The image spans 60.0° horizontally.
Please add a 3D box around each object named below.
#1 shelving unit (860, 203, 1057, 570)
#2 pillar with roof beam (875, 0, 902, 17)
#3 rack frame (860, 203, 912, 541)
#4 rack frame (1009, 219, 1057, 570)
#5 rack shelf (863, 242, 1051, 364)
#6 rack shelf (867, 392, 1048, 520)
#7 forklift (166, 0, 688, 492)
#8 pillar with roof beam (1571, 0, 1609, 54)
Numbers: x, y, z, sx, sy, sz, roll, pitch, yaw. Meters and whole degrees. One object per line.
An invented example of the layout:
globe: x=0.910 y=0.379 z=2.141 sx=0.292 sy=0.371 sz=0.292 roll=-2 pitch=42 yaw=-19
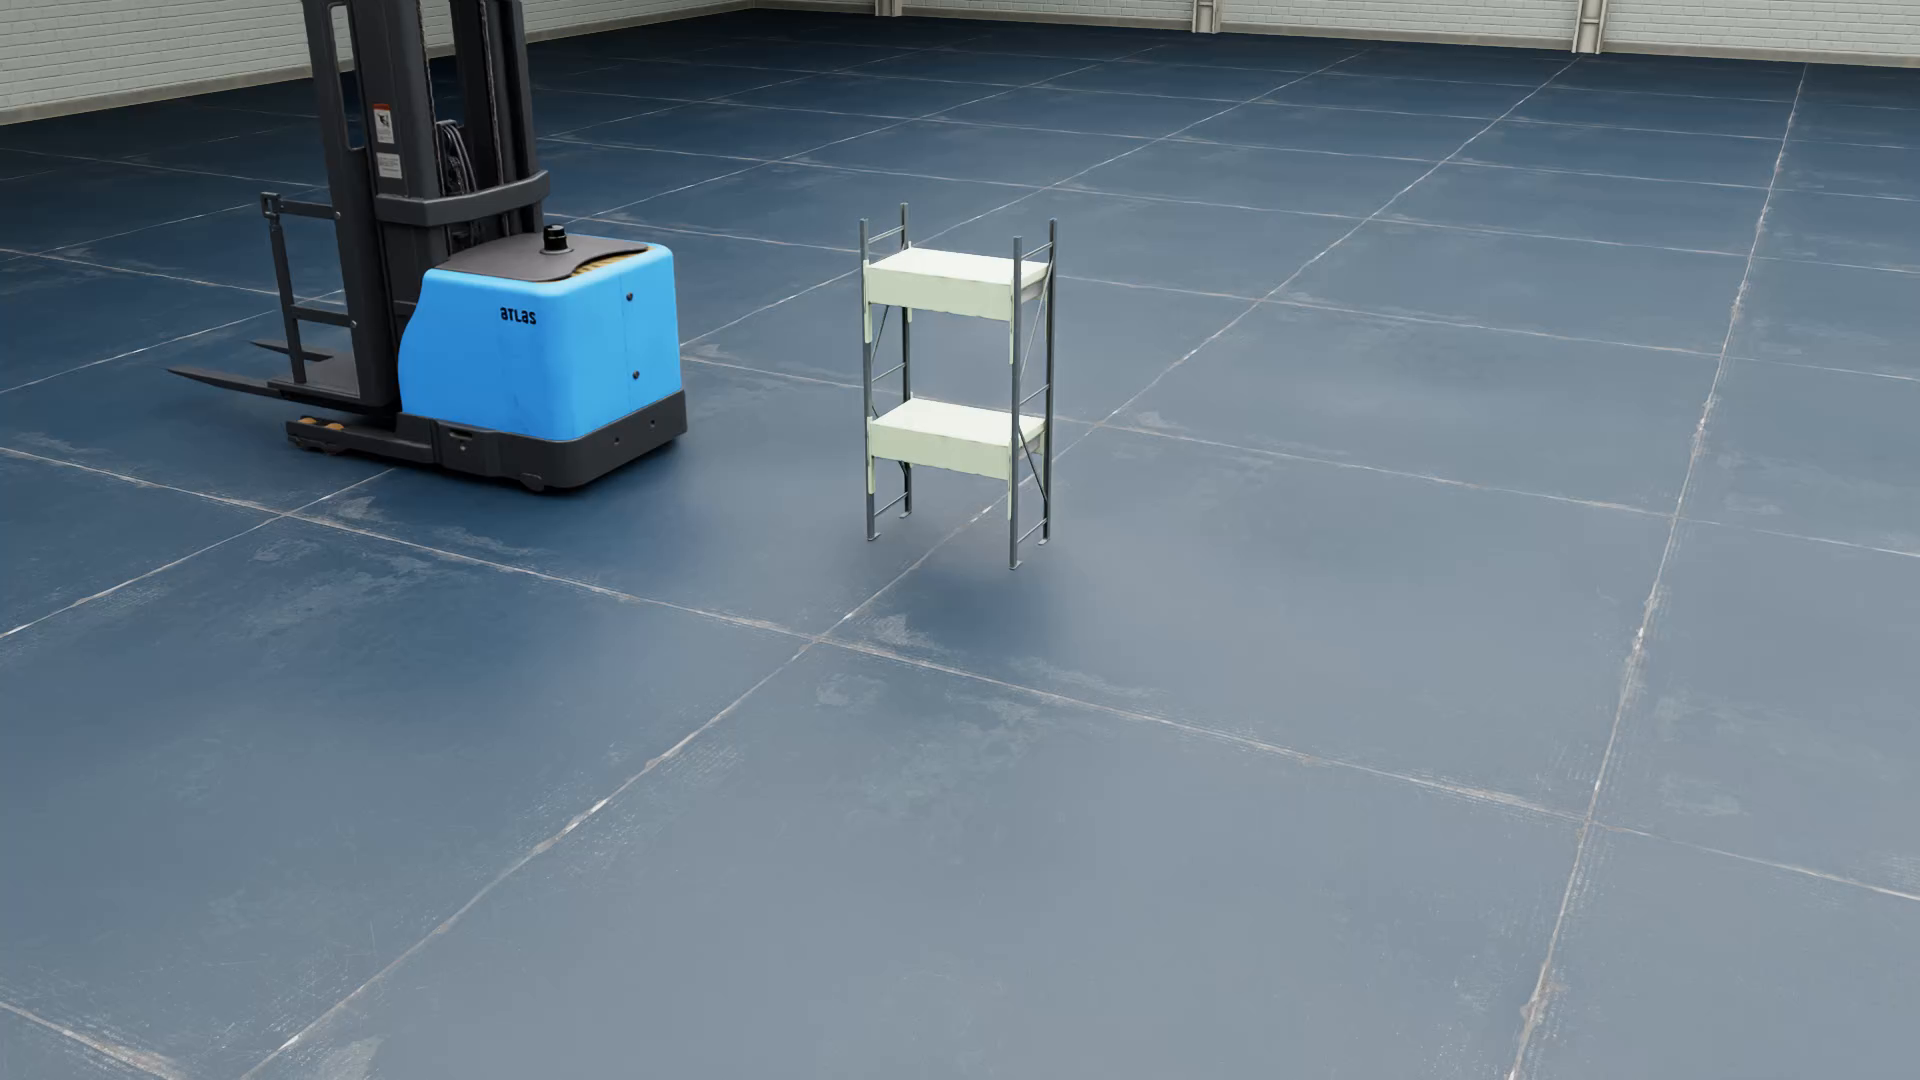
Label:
shelving unit: x=-0.006 y=-0.691 z=7.459 sx=0.755 sy=1.500 sz=0.431 roll=11 pitch=25 yaw=25
pillar with roof beam: x=-3.226 y=-12.097 z=24.697 sx=0.400 sy=9.000 sz=9.100 roll=11 pitch=25 yaw=25
rack frame: x=-0.333 y=-0.756 z=7.611 sx=0.023 sy=1.500 sz=0.400 roll=11 pitch=25 yaw=25
rack frame: x=0.321 y=-0.627 z=7.307 sx=0.023 sy=1.500 sz=0.400 roll=11 pitch=25 yaw=25
rack shelf: x=-0.006 y=-1.050 z=7.307 sx=0.720 sy=0.370 sz=0.431 roll=11 pitch=25 yaw=25
rack shelf: x=-0.006 y=-0.391 z=7.587 sx=0.720 sy=0.370 sz=0.431 roll=11 pitch=25 yaw=25
forklift: x=-3.020 y=-1.971 z=8.640 sx=3.031 sy=2.935 sz=1.130 roll=11 pitch=25 yaw=24
pillar with roof beam: x=7.483 y=-9.978 z=19.714 sx=0.400 sy=9.000 sz=9.100 roll=11 pitch=25 yaw=25
